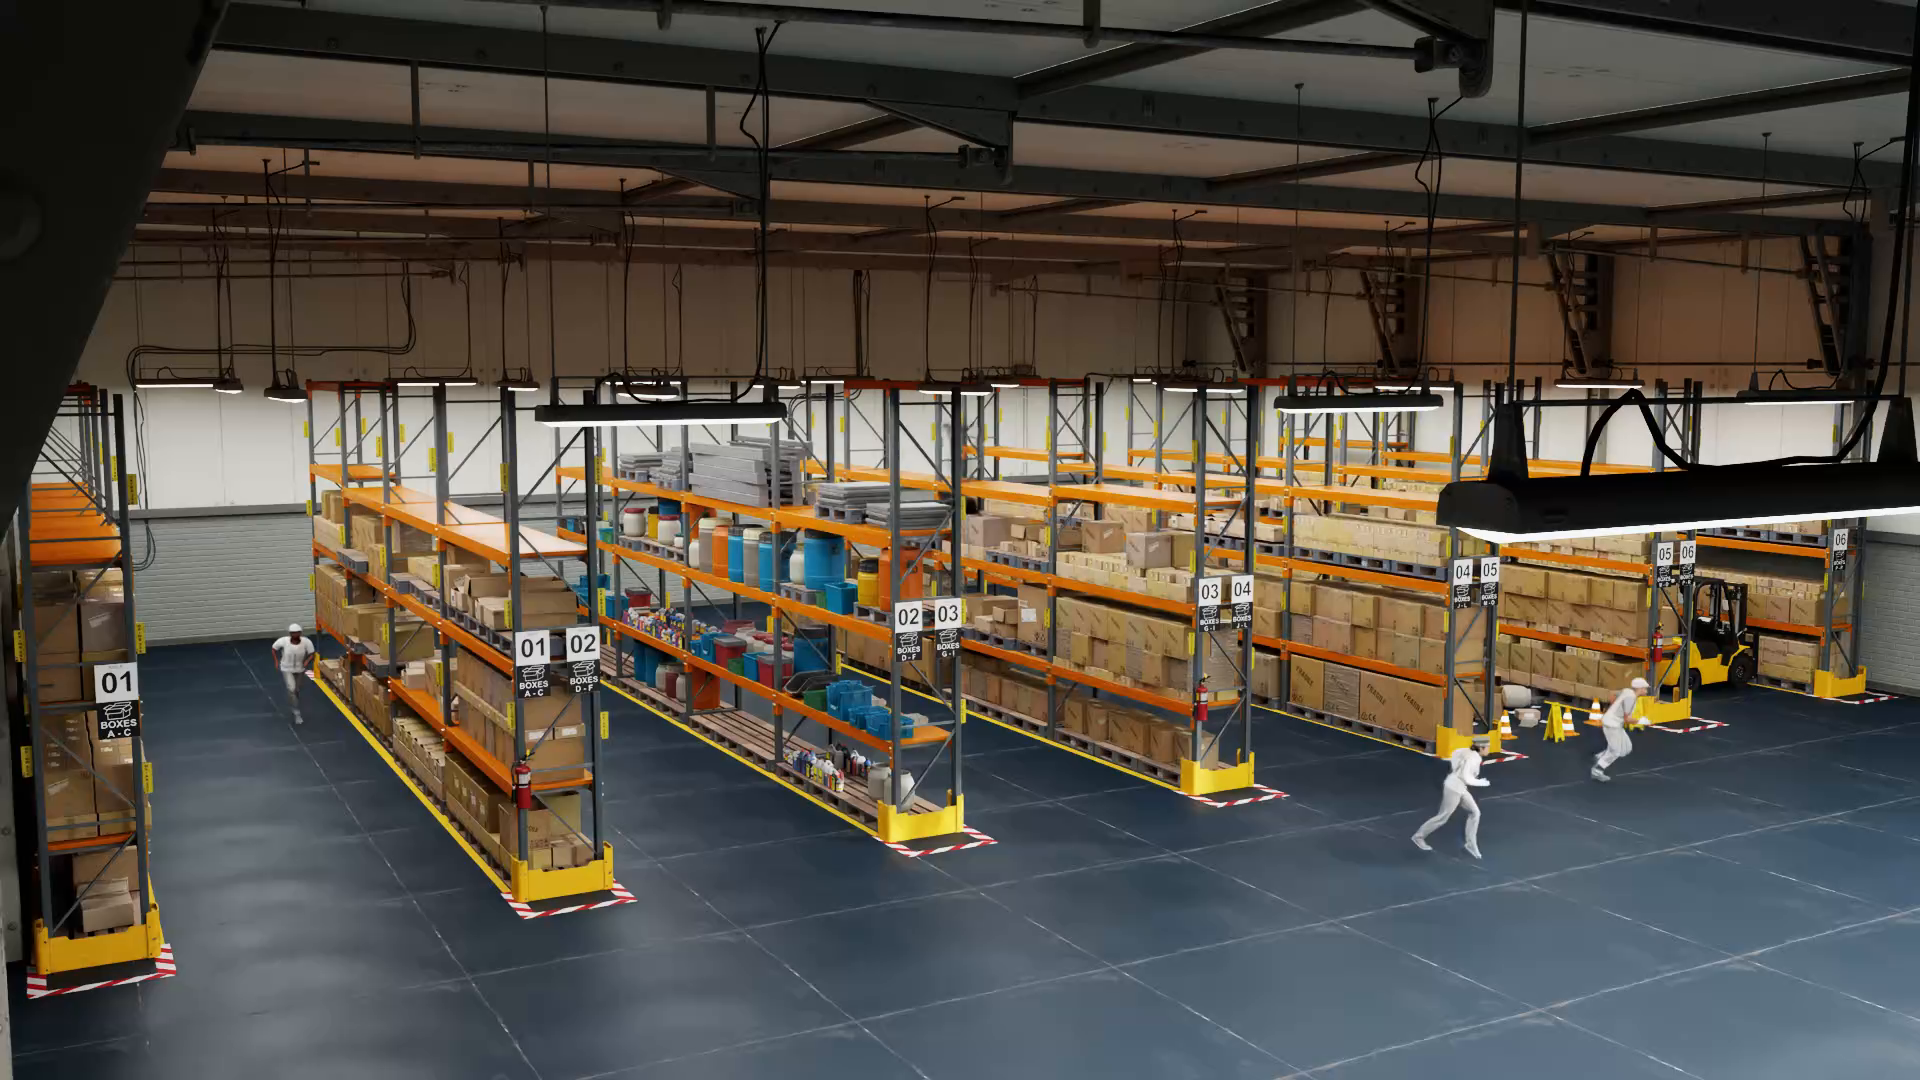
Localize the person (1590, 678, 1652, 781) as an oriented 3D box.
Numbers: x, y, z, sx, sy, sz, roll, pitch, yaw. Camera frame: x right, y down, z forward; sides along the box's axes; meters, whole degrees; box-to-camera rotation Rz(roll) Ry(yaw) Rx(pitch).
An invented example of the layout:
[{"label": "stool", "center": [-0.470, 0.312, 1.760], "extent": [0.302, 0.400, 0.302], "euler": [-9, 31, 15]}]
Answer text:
[{"label": "person", "center": [10.033, 2.858, 25.216], "extent": [0.828, 1.601, 0.696], "euler": [2, 6, 20]}]

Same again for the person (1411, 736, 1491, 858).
[{"label": "person", "center": [6.326, 3.301, 21.419], "extent": [0.957, 1.621, 0.657], "euler": [2, 6, 15]}]

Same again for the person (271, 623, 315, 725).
[{"label": "person", "center": [-11.805, 2.329, 29.479], "extent": [0.702, 1.770, 0.963], "euler": [-4, 7, -33]}]
